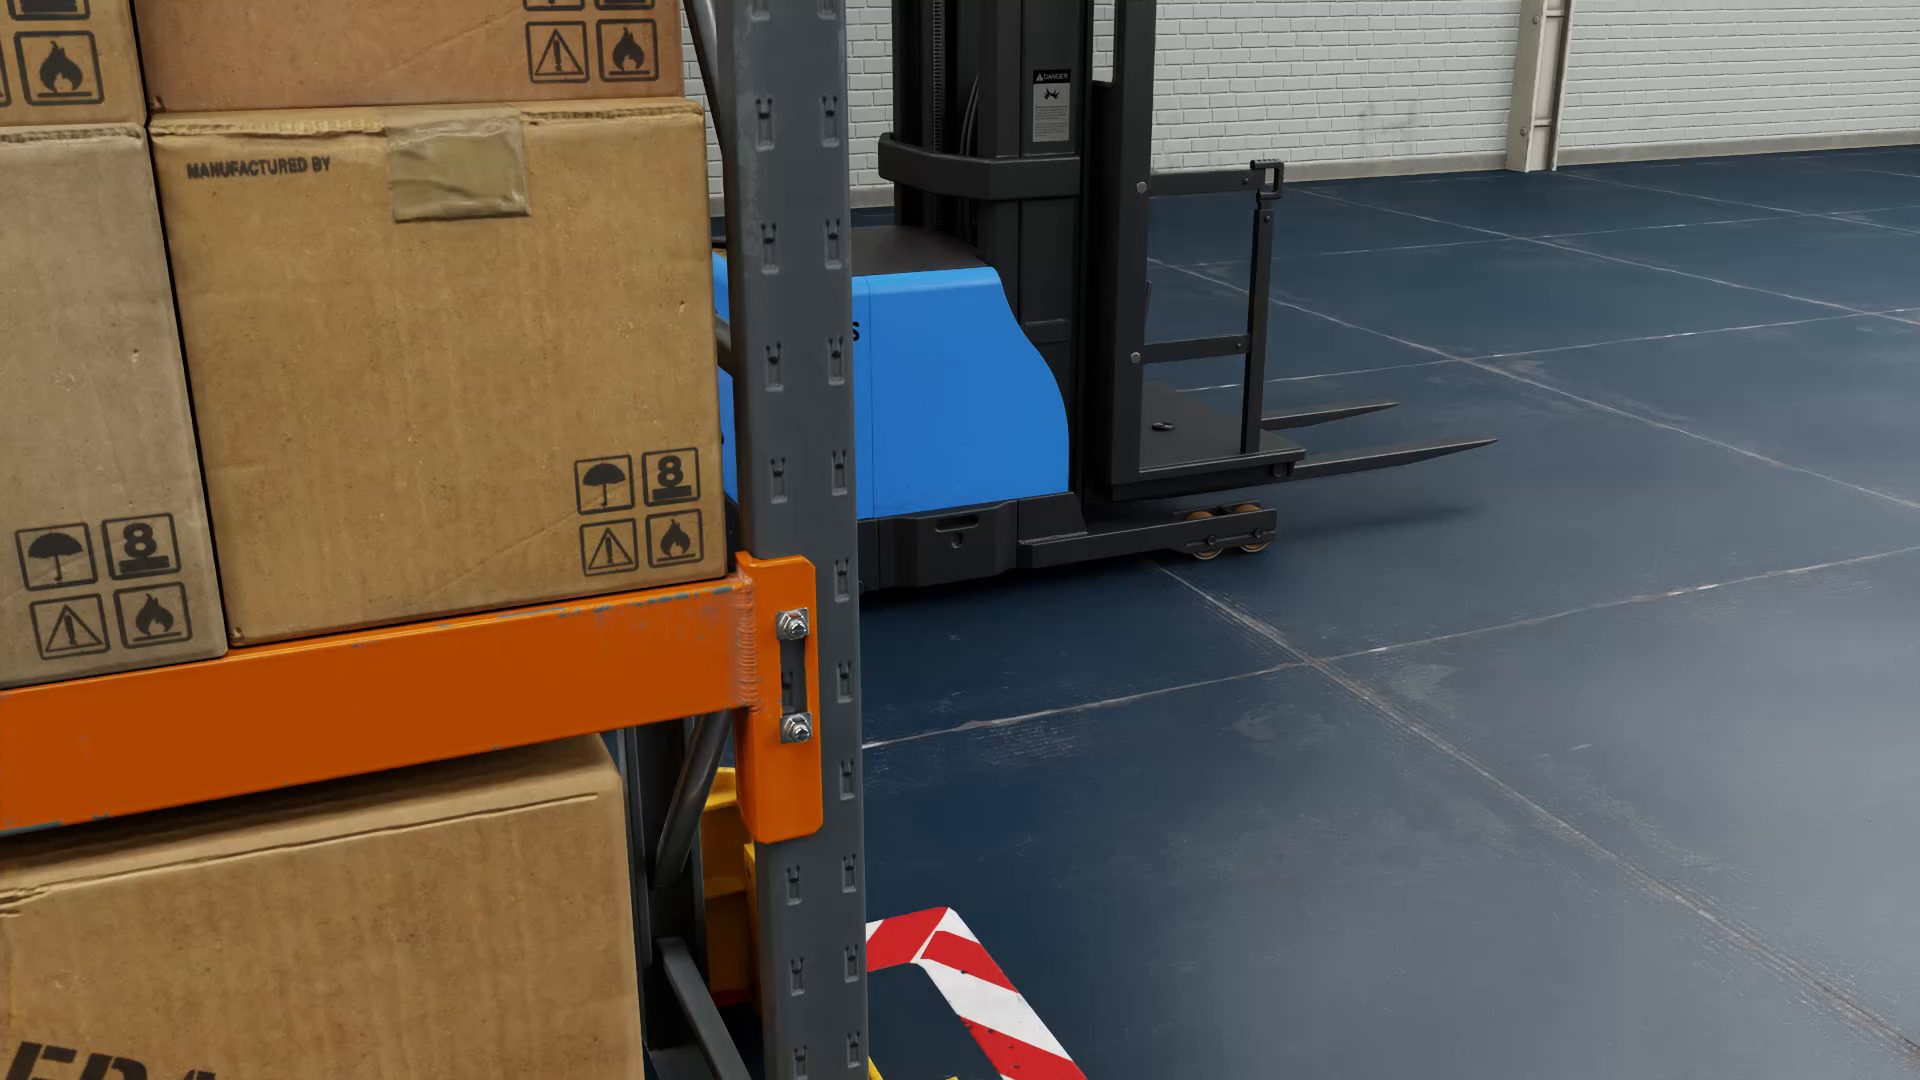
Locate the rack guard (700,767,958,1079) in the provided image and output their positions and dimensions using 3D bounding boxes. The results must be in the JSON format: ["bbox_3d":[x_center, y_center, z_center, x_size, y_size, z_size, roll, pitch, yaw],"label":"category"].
[{"bbox_3d":[-0.354,0.875,2.785,0.348,0.500,1.175,-8,21,-22],"label":"rack guard"}]

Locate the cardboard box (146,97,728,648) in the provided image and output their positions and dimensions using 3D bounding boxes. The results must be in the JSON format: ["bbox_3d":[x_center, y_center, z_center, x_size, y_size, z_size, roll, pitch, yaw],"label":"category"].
[{"bbox_3d":[-0.699,-0.309,2.158,0.550,0.550,0.875,-8,21,-22],"label":"cardboard box"}]

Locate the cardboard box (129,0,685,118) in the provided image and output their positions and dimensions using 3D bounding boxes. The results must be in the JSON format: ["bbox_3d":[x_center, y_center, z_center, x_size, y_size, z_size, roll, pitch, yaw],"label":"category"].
[{"bbox_3d":[-0.732,-0.844,2.052,0.550,0.550,0.875,-8,21,-22],"label":"cardboard box"}]

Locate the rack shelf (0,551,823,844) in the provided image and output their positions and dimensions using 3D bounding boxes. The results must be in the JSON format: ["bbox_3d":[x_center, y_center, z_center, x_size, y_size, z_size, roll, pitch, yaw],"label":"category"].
[{"bbox_3d":[-2.212,0.301,1.733,4.000,0.370,1.077,-8,21,-22],"label":"rack shelf"}]

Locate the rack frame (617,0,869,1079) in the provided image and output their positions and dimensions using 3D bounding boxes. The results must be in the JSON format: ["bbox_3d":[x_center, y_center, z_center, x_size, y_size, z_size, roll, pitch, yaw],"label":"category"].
[{"bbox_3d":[-0.376,-0.301,2.361,0.127,3.000,1.000,-8,21,-22],"label":"rack frame"}]

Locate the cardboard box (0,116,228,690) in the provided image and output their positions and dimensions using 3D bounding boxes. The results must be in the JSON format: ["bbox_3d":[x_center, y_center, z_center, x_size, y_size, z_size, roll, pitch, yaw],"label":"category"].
[{"bbox_3d":[-1.195,-0.230,1.934,0.550,0.550,0.875,-8,21,-22],"label":"cardboard box"}]

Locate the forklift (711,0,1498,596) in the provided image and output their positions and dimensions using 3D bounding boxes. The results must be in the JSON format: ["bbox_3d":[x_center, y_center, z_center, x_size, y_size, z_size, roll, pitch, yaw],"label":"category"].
[{"bbox_3d":[0.572,-1.465,5.770,3.031,2.935,1.130,-8,21,-22],"label":"forklift"}]

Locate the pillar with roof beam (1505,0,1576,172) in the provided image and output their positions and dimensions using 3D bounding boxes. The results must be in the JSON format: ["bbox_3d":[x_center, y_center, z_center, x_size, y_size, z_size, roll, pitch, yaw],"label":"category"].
[{"bbox_3d":[7.329,-6.589,11.187,0.400,9.000,9.100,-8,21,-22],"label":"pillar with roof beam"}]

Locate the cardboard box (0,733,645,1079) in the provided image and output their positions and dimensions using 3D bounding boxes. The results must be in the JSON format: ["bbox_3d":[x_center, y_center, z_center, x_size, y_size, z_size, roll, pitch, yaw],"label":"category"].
[{"bbox_3d":[-0.972,0.612,2.333,0.875,0.875,0.875,-8,21,-22],"label":"cardboard box"}]

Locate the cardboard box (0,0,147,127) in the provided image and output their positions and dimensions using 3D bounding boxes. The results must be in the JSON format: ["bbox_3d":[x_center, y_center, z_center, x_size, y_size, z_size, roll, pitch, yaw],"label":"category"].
[{"bbox_3d":[-1.200,-0.744,1.766,0.550,0.550,0.875,-8,21,-22],"label":"cardboard box"}]
